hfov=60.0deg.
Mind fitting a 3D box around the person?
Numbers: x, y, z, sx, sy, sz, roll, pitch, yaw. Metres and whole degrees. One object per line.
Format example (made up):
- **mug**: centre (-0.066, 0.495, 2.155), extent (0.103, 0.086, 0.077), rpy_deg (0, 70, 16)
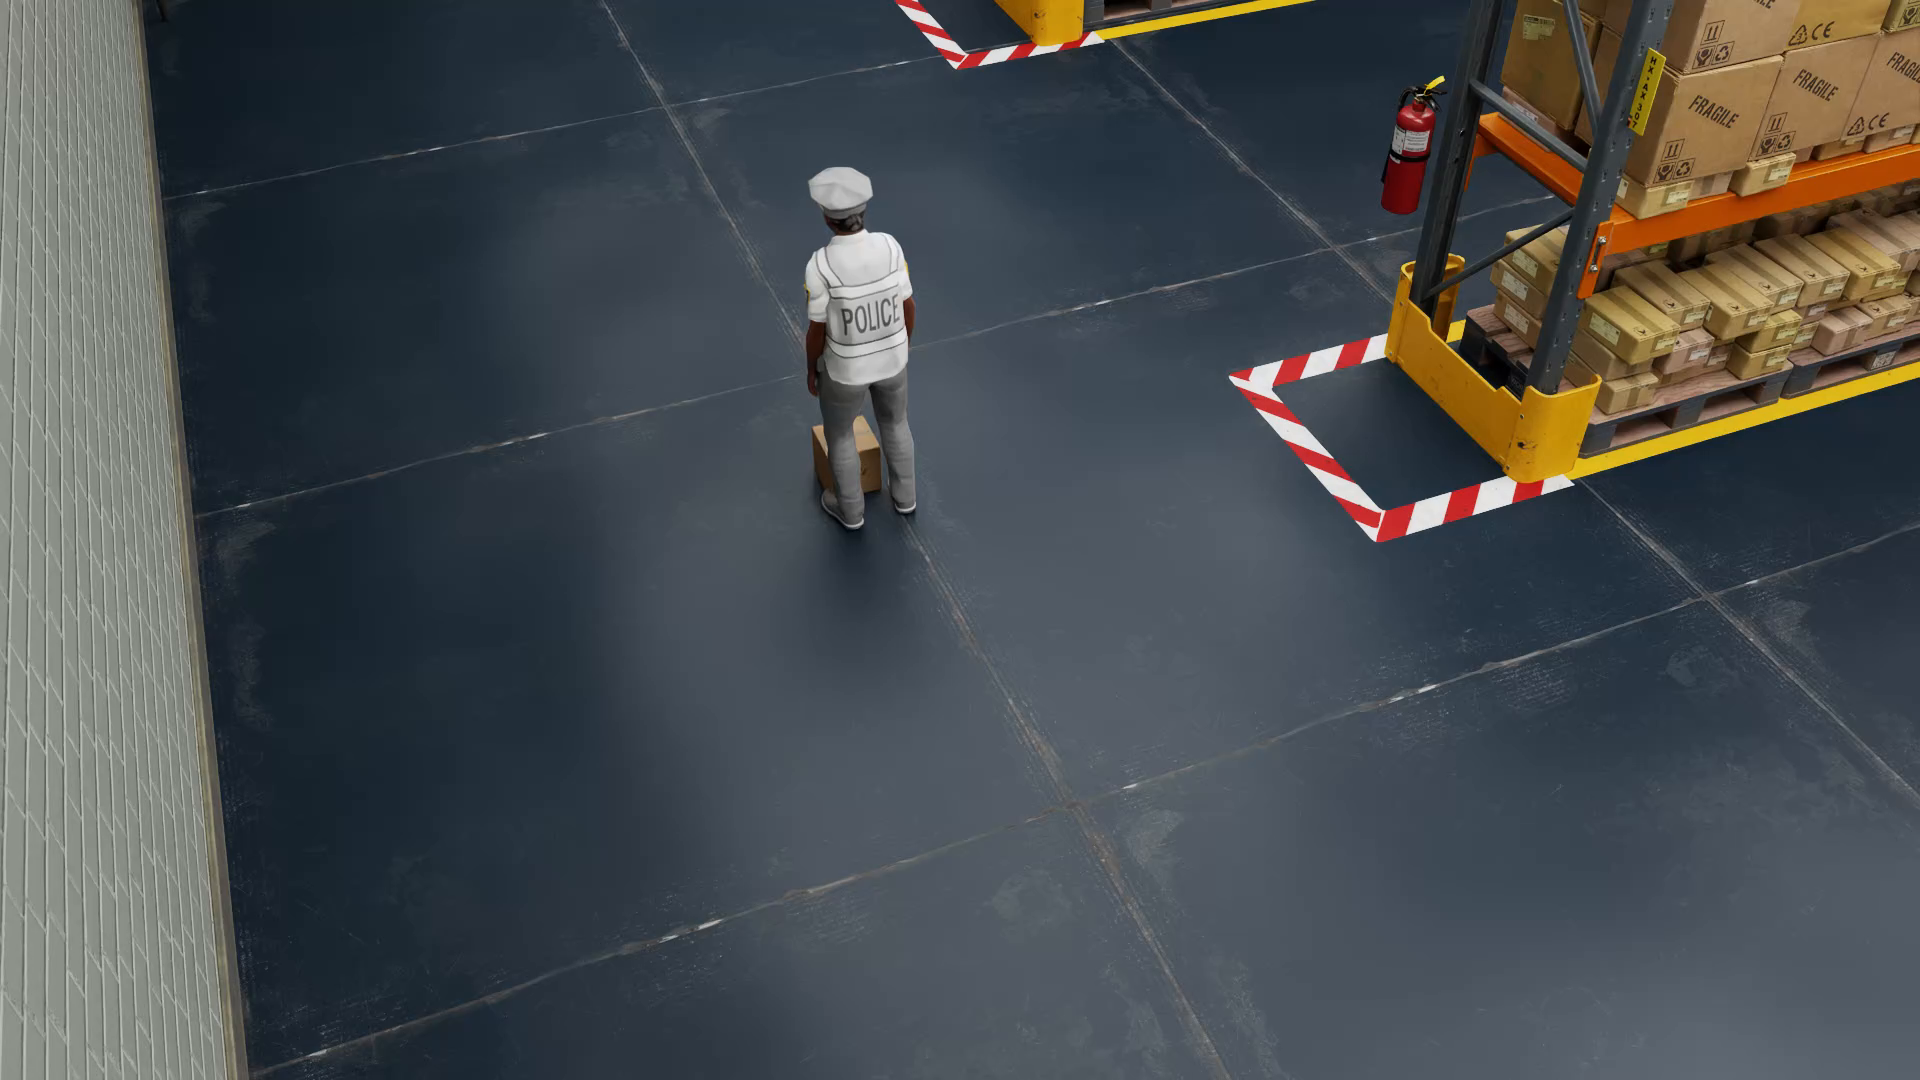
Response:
- **person**: centre (-0.412, -0.756, 7.001), extent (0.509, 1.658, 0.391), rpy_deg (-17, 45, -18)
